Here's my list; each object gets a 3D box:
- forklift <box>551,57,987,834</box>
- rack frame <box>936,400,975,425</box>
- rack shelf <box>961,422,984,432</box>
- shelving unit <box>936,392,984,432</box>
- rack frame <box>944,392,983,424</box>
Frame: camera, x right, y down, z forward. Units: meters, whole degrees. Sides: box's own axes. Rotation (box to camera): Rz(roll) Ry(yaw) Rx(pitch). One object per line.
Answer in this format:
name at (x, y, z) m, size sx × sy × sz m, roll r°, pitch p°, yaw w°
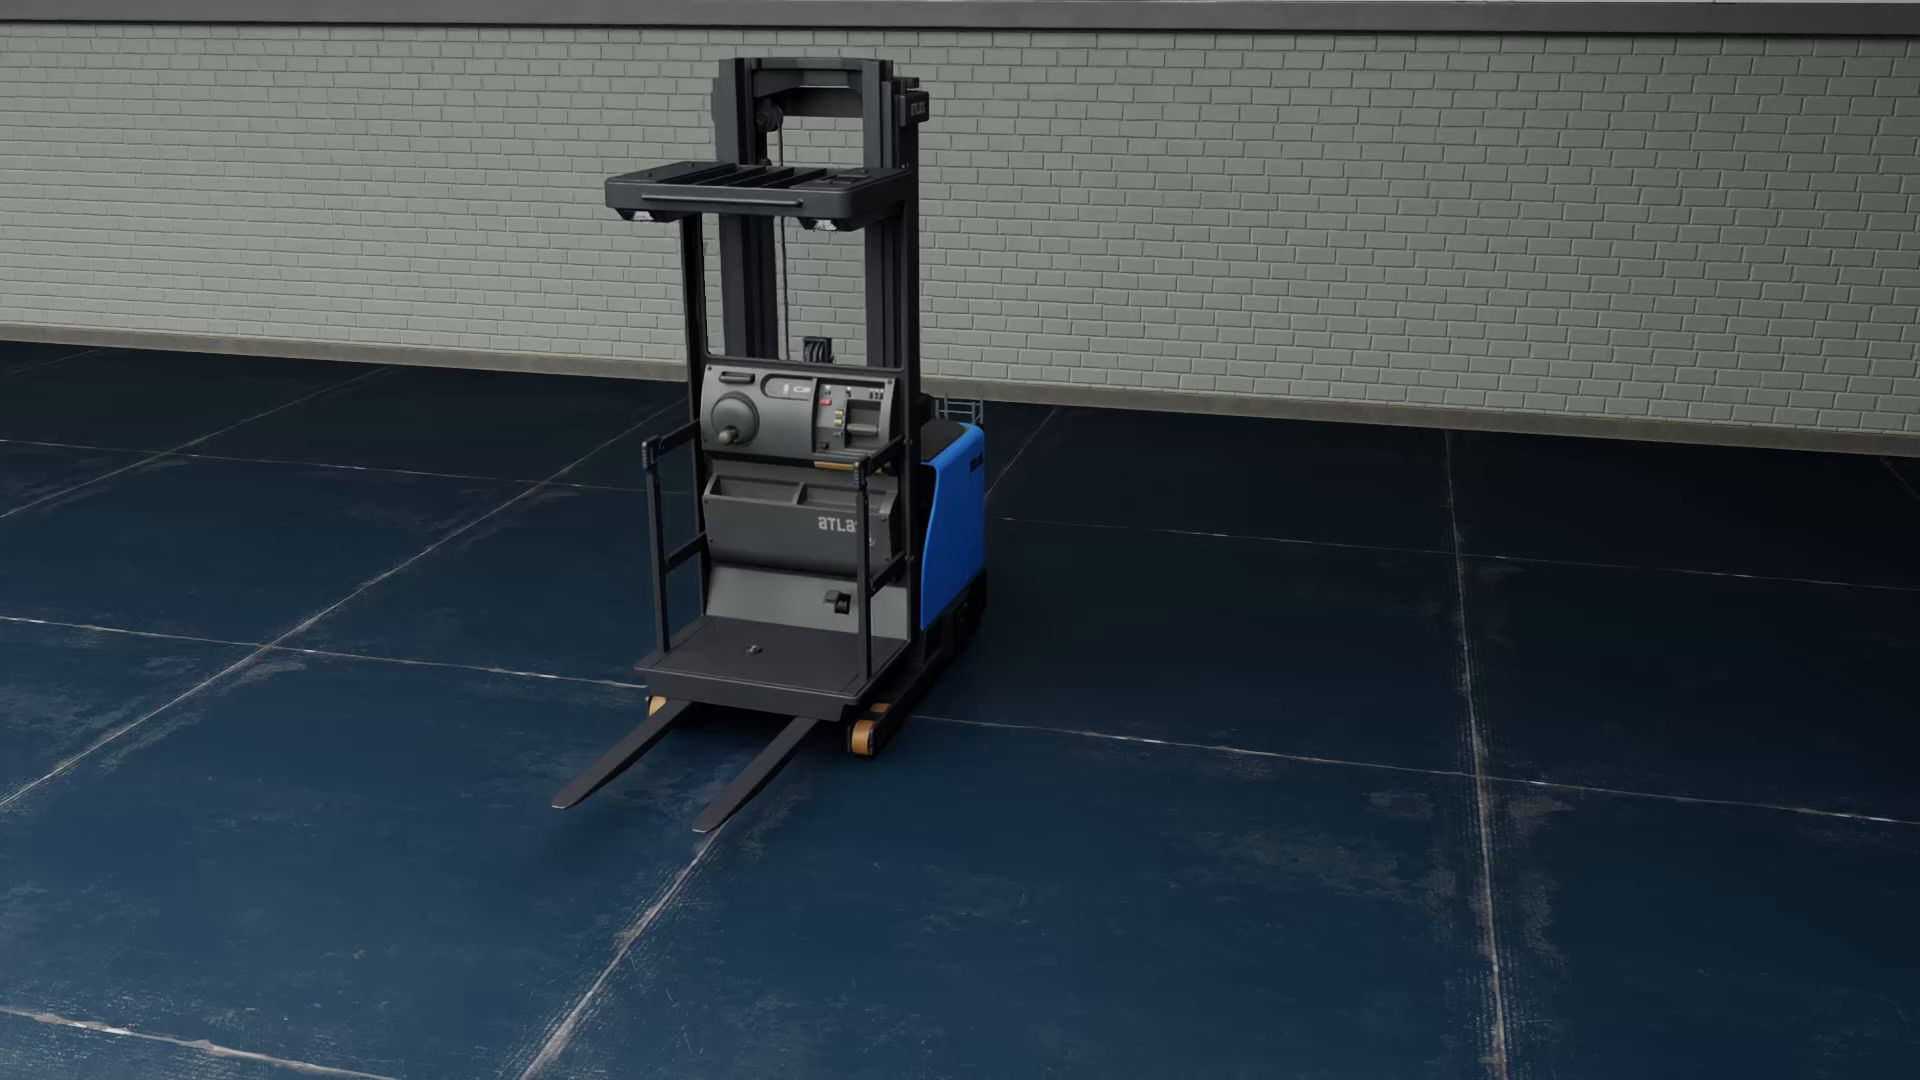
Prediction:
forklift at (-0.802, -0.572, 7.327) m, size 1.130 × 2.935 × 3.031 m, roll 6°, pitch 20°, yaw 17°
rack frame at (-0.027, -0.391, 9.941) m, size 0.240 × 0.900 × 0.006 m, roll 5°, pitch 19°, yaw 13°
rack shelf at (-0.002, -0.647, 9.958) m, size 0.258 × 0.077 × 0.200 m, roll 5°, pitch 19°, yaw 13°
shelving unit at (-0.002, -0.423, 10.035) m, size 0.258 × 0.900 × 0.210 m, roll 5°, pitch 19°, yaw 13°
rack frame at (0.023, -0.455, 10.128) m, size 0.240 × 0.900 × 0.006 m, roll 5°, pitch 19°, yaw 13°
